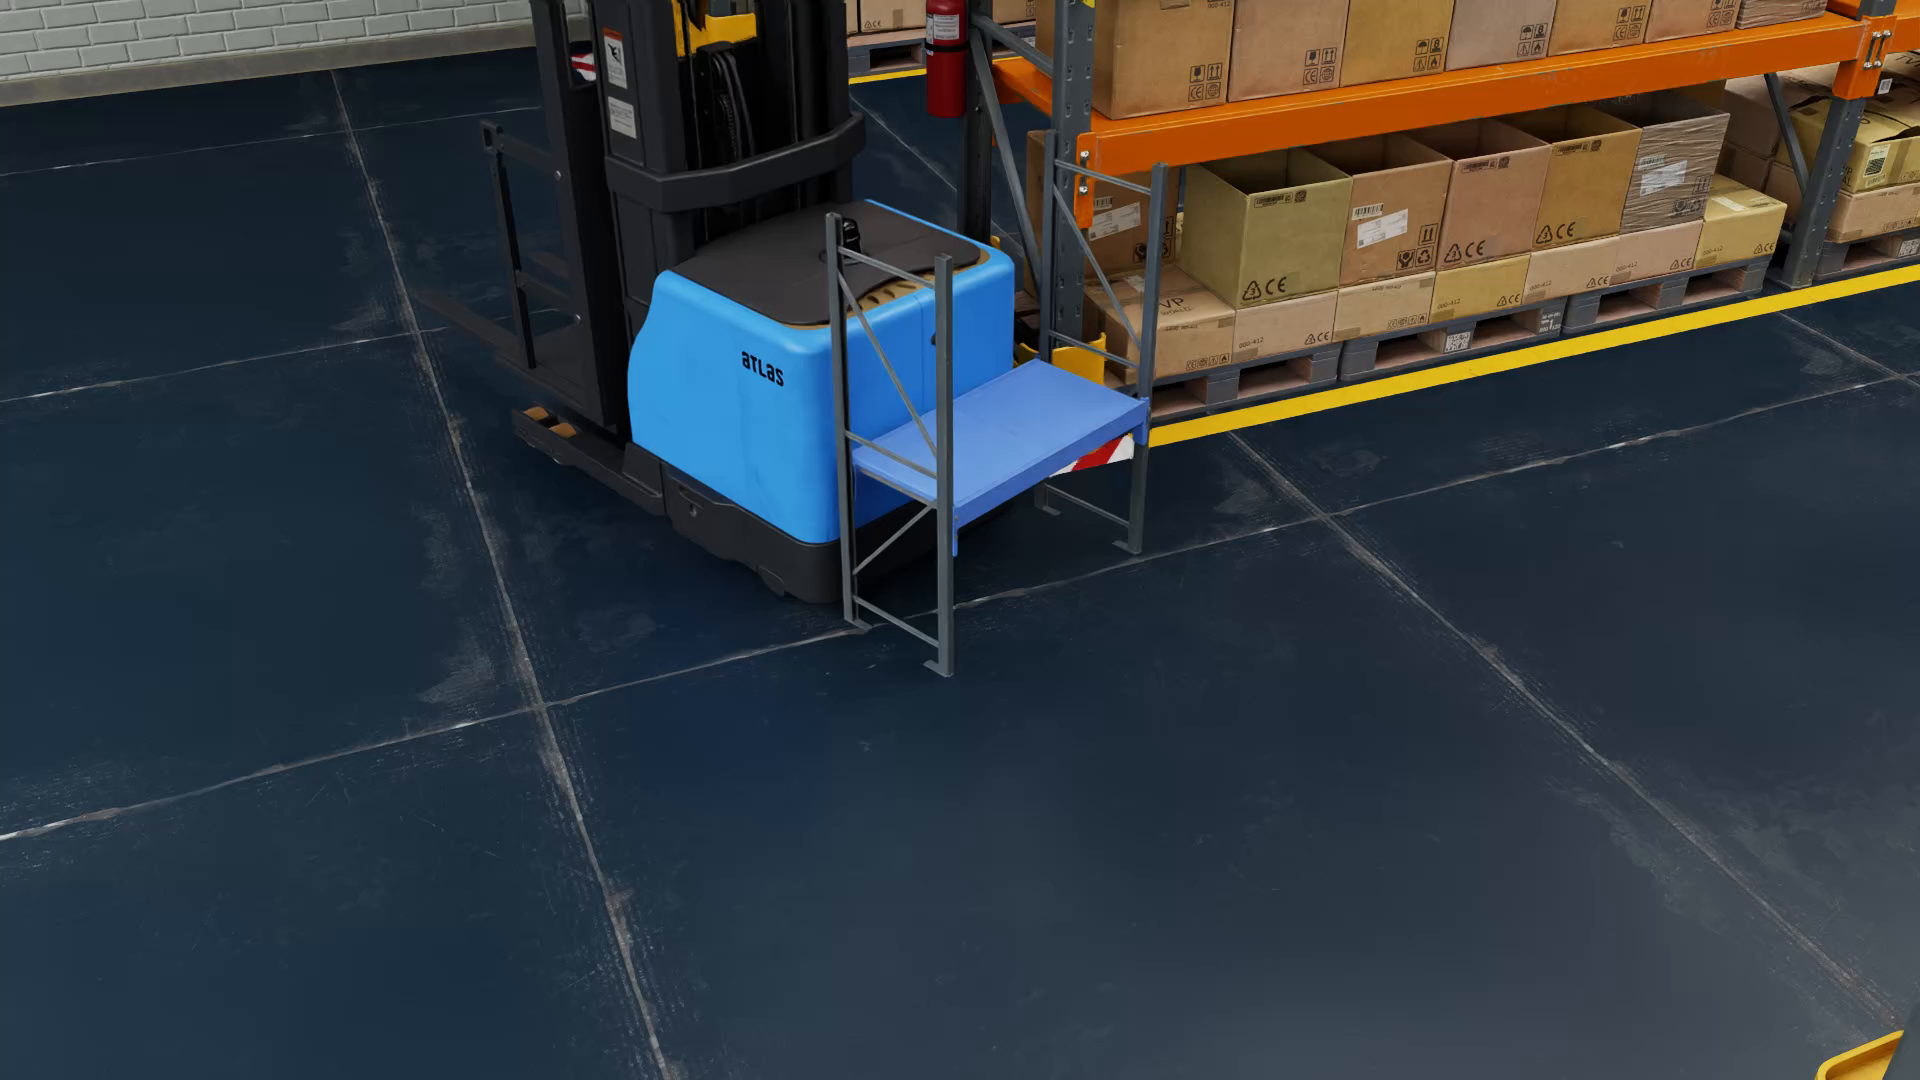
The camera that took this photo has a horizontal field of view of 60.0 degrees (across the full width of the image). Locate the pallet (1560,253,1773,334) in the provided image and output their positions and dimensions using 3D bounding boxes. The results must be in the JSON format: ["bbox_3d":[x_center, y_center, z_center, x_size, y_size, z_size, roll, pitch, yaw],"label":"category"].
[{"bbox_3d":[3.173,-1.419,8.237,1.213,0.211,1.003,-13,35,-19],"label":"pallet"}]

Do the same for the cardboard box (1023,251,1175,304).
[{"bbox_3d":[0.615,-1.175,7.442,0.500,0.250,0.500,-13,35,-19],"label":"cardboard box"}]

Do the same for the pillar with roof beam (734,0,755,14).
[{"bbox_3d":[0.291,-5.313,6.164,0.400,9.000,9.100,-13,35,-19],"label":"pillar with roof beam"}]

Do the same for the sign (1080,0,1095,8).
[{"bbox_3d":[0.444,-2.006,5.716,0.005,0.325,0.100,-13,35,-19],"label":"sign"}]

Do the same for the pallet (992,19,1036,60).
[{"bbox_3d":[0.269,-3.637,11.646,1.213,0.211,1.003,-13,35,-19],"label":"pallet"}]

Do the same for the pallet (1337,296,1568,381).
[{"bbox_3d":[2.047,-1.159,7.838,1.213,0.211,1.003,-13,35,-19],"label":"pallet"}]

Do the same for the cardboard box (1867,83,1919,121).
[{"bbox_3d":[4.864,-2.058,8.285,0.500,0.311,0.500,-13,35,-19],"label":"cardboard box"}]

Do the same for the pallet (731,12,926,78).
[{"bbox_3d":[-0.854,-3.381,11.253,1.213,0.211,1.003,-13,35,-19],"label":"pallet"}]

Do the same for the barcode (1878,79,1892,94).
[{"bbox_3d":[4.319,-2.118,7.763,0.075,0.075,0.001,-13,35,-19],"label":"barcode"}]

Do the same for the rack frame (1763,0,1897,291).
[{"bbox_3d":[3.923,-2.735,7.702,0.127,3.000,1.000,-13,35,-19],"label":"rack frame"}]

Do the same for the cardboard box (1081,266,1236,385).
[{"bbox_3d":[0.815,-0.915,7.042,0.500,0.250,0.500,-13,35,-19],"label":"cardboard box"}]

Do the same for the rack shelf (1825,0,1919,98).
[{"bbox_3d":[5.767,-2.855,8.548,4.000,0.370,1.077,-13,35,-19],"label":"rack shelf"}]

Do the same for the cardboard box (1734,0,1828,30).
[{"bbox_3d":[3.516,-2.680,7.526,0.500,0.500,0.700,-14,36,-20],"label":"cardboard box"}]

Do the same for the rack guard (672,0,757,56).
[{"bbox_3d":[-1.616,-3.349,10.938,0.348,0.500,1.175,-13,35,-19],"label":"rack guard"}]

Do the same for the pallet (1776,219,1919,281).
[{"bbox_3d":[4.587,-1.741,8.732,1.213,0.211,1.003,-13,35,-19],"label":"pallet"}]

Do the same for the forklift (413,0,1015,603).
[{"bbox_3d":[-1.187,-1.710,6.190,1.130,2.935,3.031,-29,43,-36],"label":"forklift"}]

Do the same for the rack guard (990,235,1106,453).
[{"bbox_3d":[0.212,-0.837,7.078,0.348,0.500,1.175,-13,35,-19],"label":"rack guard"}]

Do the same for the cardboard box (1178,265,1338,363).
[{"bbox_3d":[1.275,-1.022,7.207,0.500,0.250,0.500,-13,35,-19],"label":"cardboard box"}]

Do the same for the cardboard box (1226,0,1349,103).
[{"bbox_3d":[1.152,-2.137,6.693,0.500,0.500,0.700,-12,35,-18],"label":"cardboard box"}]

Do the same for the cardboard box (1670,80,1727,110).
[{"bbox_3d":[3.374,-2.132,8.225,0.500,0.500,0.500,-13,35,-19],"label":"cardboard box"}]

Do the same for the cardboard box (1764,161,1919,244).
[{"bbox_3d":[4.390,-1.719,8.277,0.500,0.250,0.500,-14,35,-20],"label":"cardboard box"}]

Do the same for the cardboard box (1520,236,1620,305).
[{"bbox_3d":[2.660,-1.337,7.690,0.500,0.250,0.500,-13,35,-19],"label":"cardboard box"}]

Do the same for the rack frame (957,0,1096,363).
[{"bbox_3d":[0.235,-1.890,6.405,0.127,3.000,1.000,-13,35,-19],"label":"rack frame"}]

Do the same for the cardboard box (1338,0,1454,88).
[{"bbox_3d":[1.612,-2.239,6.850,0.500,0.500,0.700,-13,35,-19],"label":"cardboard box"}]

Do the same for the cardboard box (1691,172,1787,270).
[{"bbox_3d":[3.580,-1.550,8.018,0.500,0.250,0.500,-13,35,-19],"label":"cardboard box"}]

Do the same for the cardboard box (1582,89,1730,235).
[{"bbox_3d":[3.114,-1.765,7.661,0.500,0.500,0.500,-13,35,-19],"label":"cardboard box"}]

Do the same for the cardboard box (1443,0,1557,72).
[{"bbox_3d":[2.096,-2.352,7.023,0.500,0.500,0.700,-12,35,-18],"label":"cardboard box"}]

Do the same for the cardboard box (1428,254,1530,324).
[{"bbox_3d":[2.199,-1.231,7.527,0.500,0.250,0.500,-13,35,-19],"label":"cardboard box"}]

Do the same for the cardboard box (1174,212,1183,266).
[{"bbox_3d":[1.071,-1.287,7.614,0.500,0.250,0.500,-13,35,-19],"label":"cardboard box"}]

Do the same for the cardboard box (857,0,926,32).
[{"bbox_3d":[-0.488,-3.659,11.185,0.500,0.311,0.500,-10,34,-15],"label":"cardboard box"}]

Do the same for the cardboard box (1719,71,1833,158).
[{"bbox_3d":[4.185,-2.223,8.538,0.500,0.311,0.500,-13,35,-19],"label":"cardboard box"}]

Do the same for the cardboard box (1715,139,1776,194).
[{"bbox_3d":[4.193,-1.991,8.696,0.500,0.250,0.500,-13,35,-19],"label":"cardboard box"}]

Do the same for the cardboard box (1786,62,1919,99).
[{"bbox_3d":[4.662,-2.336,8.712,0.500,0.311,0.500,-12,35,-18],"label":"cardboard box"}]

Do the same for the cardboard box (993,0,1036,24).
[{"bbox_3d":[0.208,-3.868,11.333,0.500,0.500,0.700,-15,36,-22],"label":"cardboard box"}]

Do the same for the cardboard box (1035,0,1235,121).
[{"bbox_3d":[0.670,-2.024,6.519,0.500,0.500,0.700,-13,35,-19],"label":"cardboard box"}]

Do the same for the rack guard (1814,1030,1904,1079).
[{"bbox_3d":[2.201,1.610,3.318,0.348,0.500,1.175,-13,35,-19],"label":"rack guard"}]

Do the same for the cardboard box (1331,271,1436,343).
[{"bbox_3d":[1.736,-1.128,7.369,0.500,0.250,0.500,-13,35,-19],"label":"cardboard box"}]

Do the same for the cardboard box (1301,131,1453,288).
[{"bbox_3d":[1.731,-1.448,7.173,0.500,0.500,0.500,-13,35,-19],"label":"cardboard box"}]

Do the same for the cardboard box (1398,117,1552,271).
[{"bbox_3d":[2.199,-1.545,7.322,0.500,0.500,0.500,-13,35,-19],"label":"cardboard box"}]

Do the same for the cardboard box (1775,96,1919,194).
[{"bbox_3d":[4.400,-1.955,8.126,0.500,0.311,0.500,-13,35,-19],"label":"cardboard box"}]

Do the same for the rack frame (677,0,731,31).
[{"bbox_3d":[-1.687,-4.380,10.232,0.127,3.000,1.000,-13,35,-19],"label":"rack frame"}]

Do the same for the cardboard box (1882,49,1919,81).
[{"bbox_3d":[5.123,-2.440,8.872,0.500,0.311,0.500,-13,35,-19],"label":"cardboard box"}]

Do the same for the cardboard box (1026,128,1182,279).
[{"bbox_3d":[0.614,-1.491,7.239,0.500,0.500,0.500,-13,35,-19],"label":"cardboard box"}]

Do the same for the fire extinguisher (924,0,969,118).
[{"bbox_3d":[-0.054,-2.066,6.746,0.183,0.674,0.296,-13,35,-19],"label":"fire extinguisher"}]

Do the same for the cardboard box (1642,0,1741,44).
[{"bbox_3d":[3.032,-2.565,7.350,0.500,0.500,0.700,-13,35,-19],"label":"cardboard box"}]

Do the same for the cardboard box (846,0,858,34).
[{"bbox_3d":[-1.014,-3.539,11.000,0.500,0.311,0.500,-17,37,-24],"label":"cardboard box"}]

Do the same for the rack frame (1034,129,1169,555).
[{"bbox_3d":[0.480,-0.670,5.904,0.500,1.500,0.032,27,42,35],"label":"rack frame"}]

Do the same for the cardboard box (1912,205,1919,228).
[{"bbox_3d":[4.862,-1.826,8.442,0.500,0.250,0.500,-12,35,-18],"label":"cardboard box"}]

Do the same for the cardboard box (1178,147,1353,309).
[{"bbox_3d":[1.275,-1.336,7.001,0.500,0.500,0.500,-13,35,-19],"label":"cardboard box"}]

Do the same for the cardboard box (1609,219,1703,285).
[{"bbox_3d":[3.115,-1.450,7.864,0.500,0.250,0.500,-13,35,-19],"label":"cardboard box"}]

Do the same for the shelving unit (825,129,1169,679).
[{"bbox_3d":[0.133,-0.467,5.593,0.538,1.500,1.048,27,42,35],"label":"shelving unit"}]

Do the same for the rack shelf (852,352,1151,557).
[{"bbox_3d":[0.133,-0.316,5.691,0.538,0.185,1.000,27,42,35],"label":"rack shelf"}]

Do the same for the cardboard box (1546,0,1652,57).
[{"bbox_3d":[2.568,-2.461,7.190,0.500,0.500,0.700,-12,35,-18],"label":"cardboard box"}]

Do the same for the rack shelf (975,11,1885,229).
[{"bbox_3d":[2.079,-2.011,7.250,4.000,0.370,1.077,-13,35,-19],"label":"rack shelf"}]

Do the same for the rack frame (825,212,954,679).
[{"bbox_3d":[-0.213,-0.264,5.281,0.500,1.500,0.032,27,42,35],"label":"rack frame"}]

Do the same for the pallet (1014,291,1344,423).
[{"bbox_3d":[0.923,-0.904,7.445,1.213,0.211,1.003,-13,35,-19],"label":"pallet"}]

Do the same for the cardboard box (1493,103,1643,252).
[{"bbox_3d":[2.655,-1.657,7.496,0.500,0.500,0.500,-13,35,-19],"label":"cardboard box"}]
